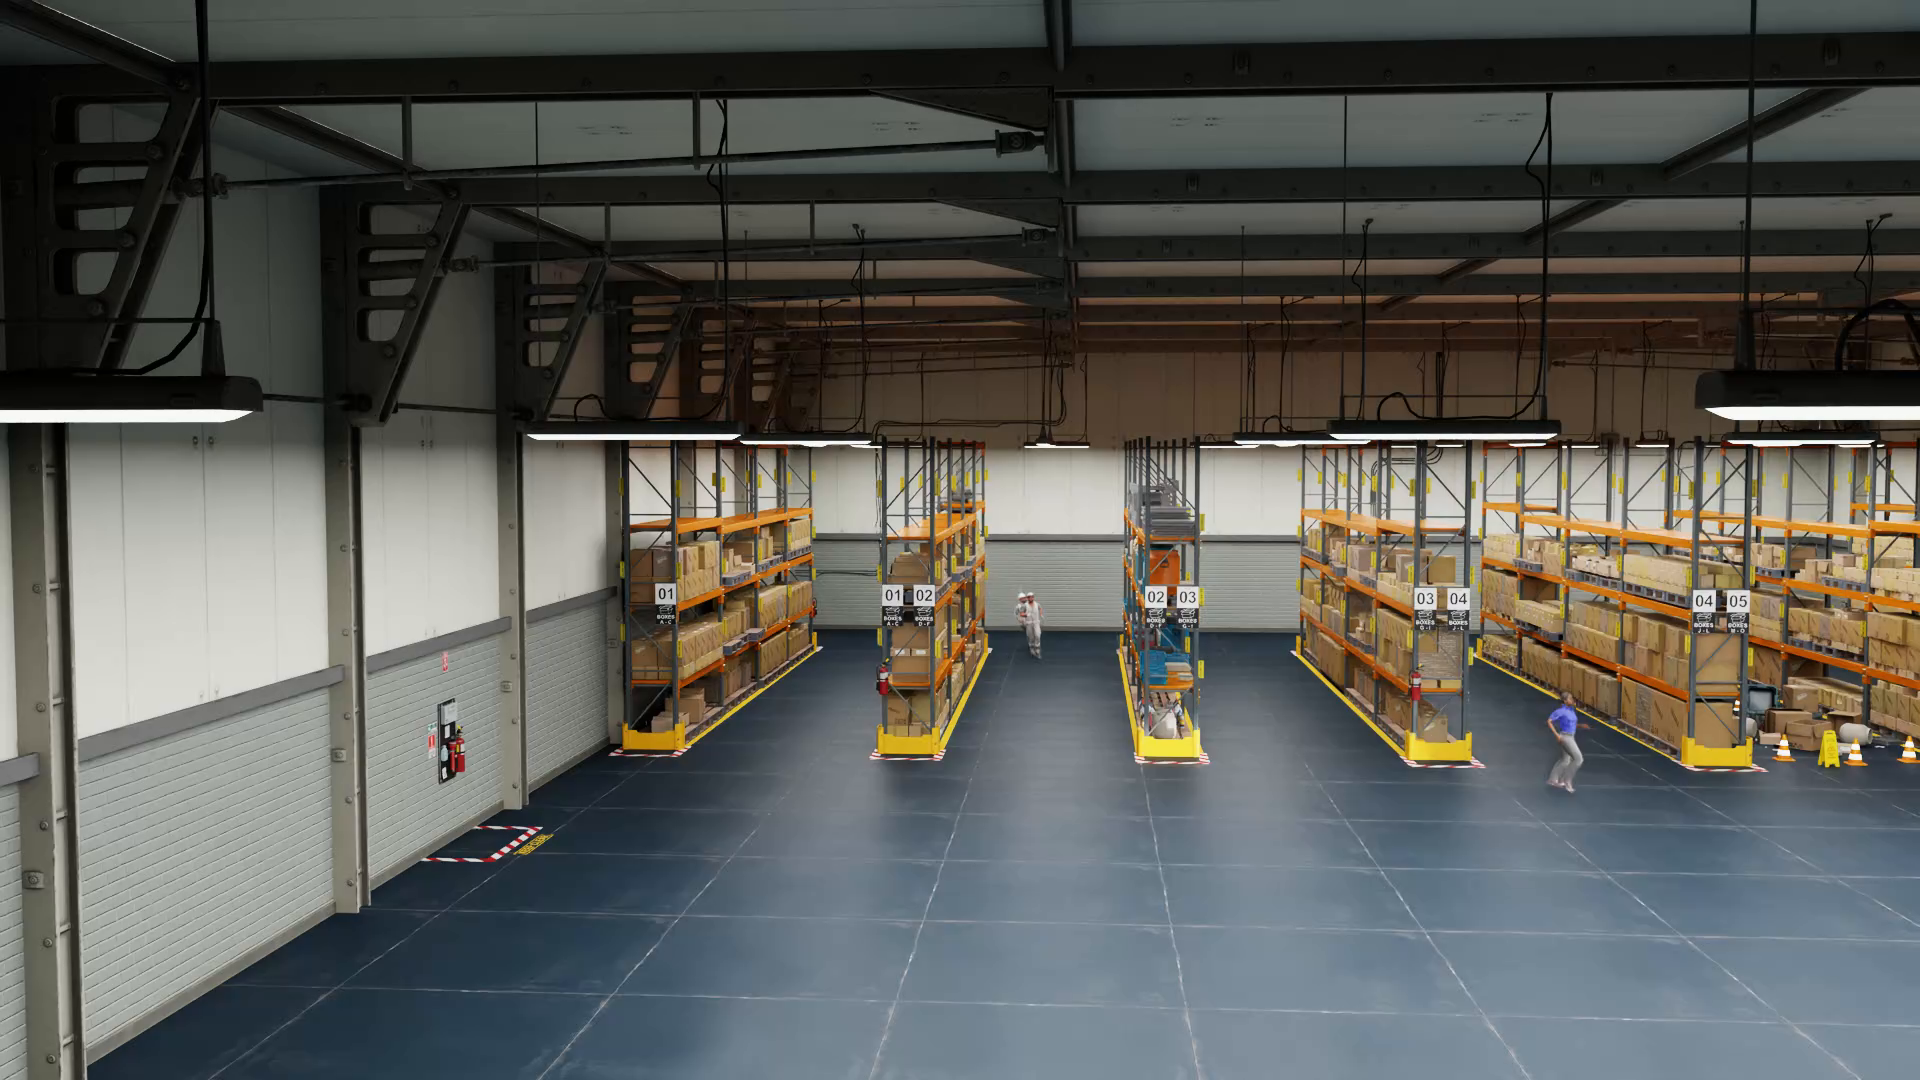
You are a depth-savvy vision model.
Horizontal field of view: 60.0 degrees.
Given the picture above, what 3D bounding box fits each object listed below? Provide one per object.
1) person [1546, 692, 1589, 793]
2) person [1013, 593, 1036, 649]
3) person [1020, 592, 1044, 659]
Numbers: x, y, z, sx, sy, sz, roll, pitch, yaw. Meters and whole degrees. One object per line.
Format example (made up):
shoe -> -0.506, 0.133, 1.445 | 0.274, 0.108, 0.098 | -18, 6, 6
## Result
person -> 10.225, 3.403, 27.984 | 0.704, 1.682, 0.541 | 2, 4, 35
person -> 1.917, 2.338, 47.743 | 0.785, 1.648, 0.534 | -2, 3, -27
person -> 1.999, 2.371, 46.094 | 0.691, 1.845, 0.767 | 0, 3, -1
